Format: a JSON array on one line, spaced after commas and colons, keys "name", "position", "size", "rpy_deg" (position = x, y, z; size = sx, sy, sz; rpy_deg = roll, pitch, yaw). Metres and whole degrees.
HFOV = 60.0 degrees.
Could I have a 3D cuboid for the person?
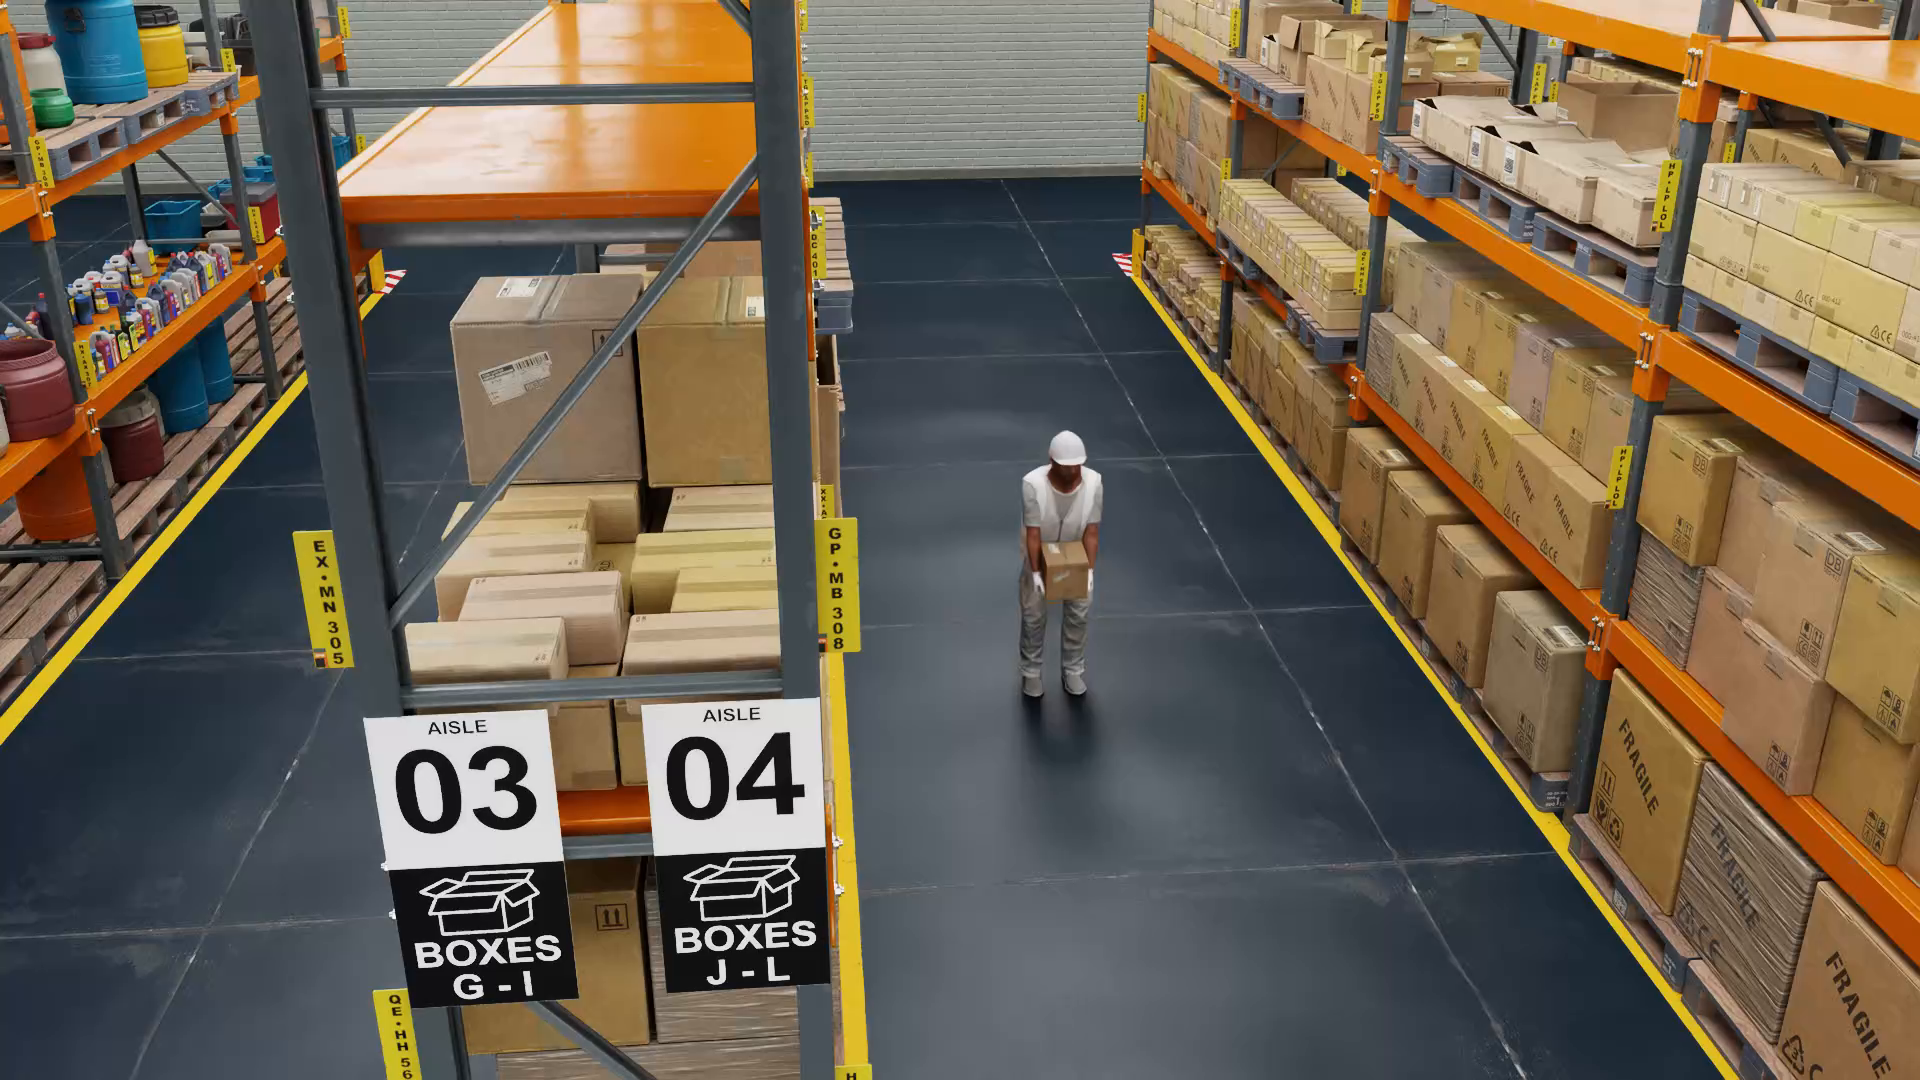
[{"name": "person", "position": [0.607, 0.139, 10.015], "size": [0.490, 1.758, 0.602], "rpy_deg": [-3, 24, -6]}]
